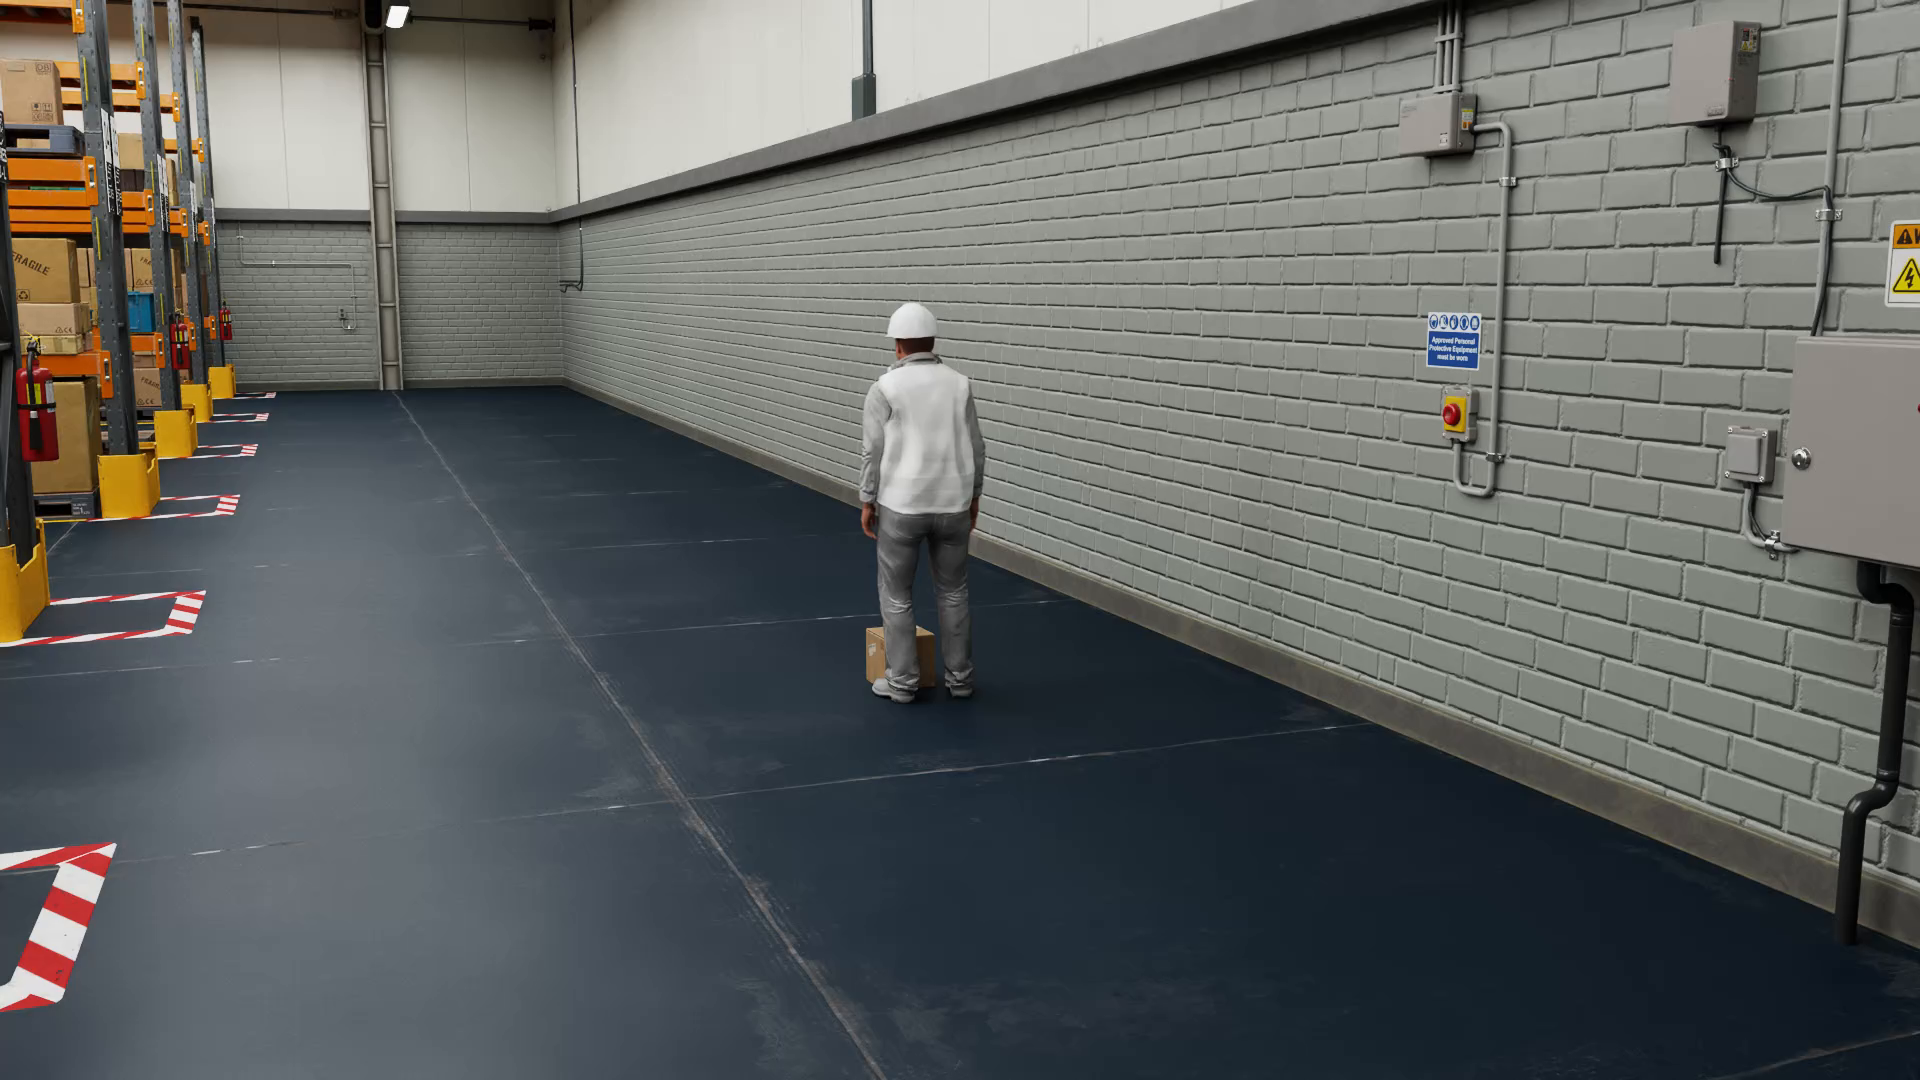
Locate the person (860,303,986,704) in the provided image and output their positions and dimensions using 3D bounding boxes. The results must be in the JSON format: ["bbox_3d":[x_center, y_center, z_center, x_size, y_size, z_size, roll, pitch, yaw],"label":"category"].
[{"bbox_3d":[-0.170,-0.165,7.441,0.580,1.771,0.463,-3,9,-21],"label":"person"}]
